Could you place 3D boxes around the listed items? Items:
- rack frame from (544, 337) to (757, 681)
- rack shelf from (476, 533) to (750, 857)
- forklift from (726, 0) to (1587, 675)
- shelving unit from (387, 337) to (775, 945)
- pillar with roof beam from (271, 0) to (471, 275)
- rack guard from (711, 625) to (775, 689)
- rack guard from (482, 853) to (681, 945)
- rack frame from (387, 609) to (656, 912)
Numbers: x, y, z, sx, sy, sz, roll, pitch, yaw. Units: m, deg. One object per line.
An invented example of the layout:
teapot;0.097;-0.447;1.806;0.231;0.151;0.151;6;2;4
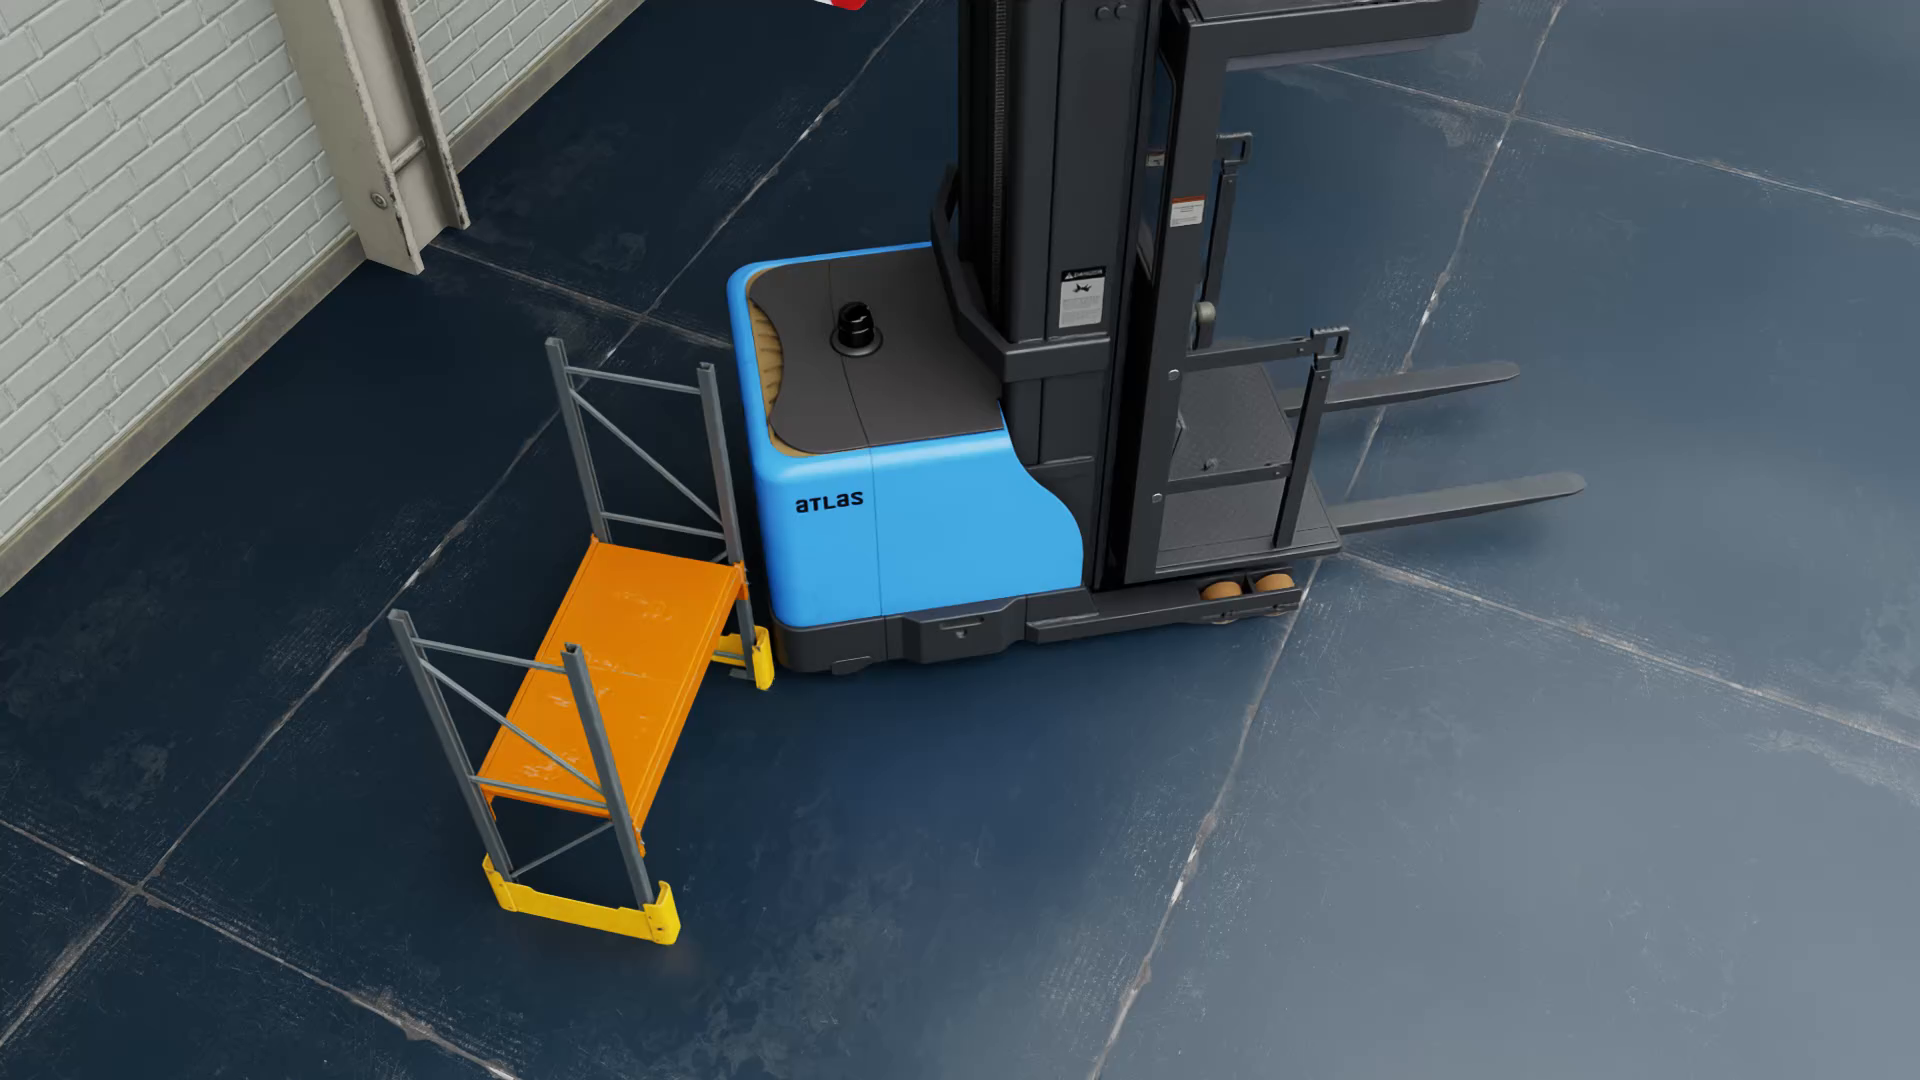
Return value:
rack frame;-0.943;-0.043;5.302;0.500;1.500;0.032;10;50;8
rack shelf;-1.058;0.450;5.118;0.538;0.185;1.000;10;50;8
forklift;0.764;-1.036;5.207;3.031;2.935;1.130;-8;50;-7
shelving unit;-1.055;0.327;4.987;0.587;1.500;1.083;10;50;8
pillar with roof beam;1.478;-2.852;2.768;9.100;9.000;0.400;20;52;16
rack guard;-0.943;0.363;5.777;0.587;0.250;0.087;10;50;8
rack guard;-1.168;1.102;5.149;0.587;0.250;0.087;10;50;8
rack frame;-1.172;0.711;4.660;0.500;1.500;0.032;10;50;8
